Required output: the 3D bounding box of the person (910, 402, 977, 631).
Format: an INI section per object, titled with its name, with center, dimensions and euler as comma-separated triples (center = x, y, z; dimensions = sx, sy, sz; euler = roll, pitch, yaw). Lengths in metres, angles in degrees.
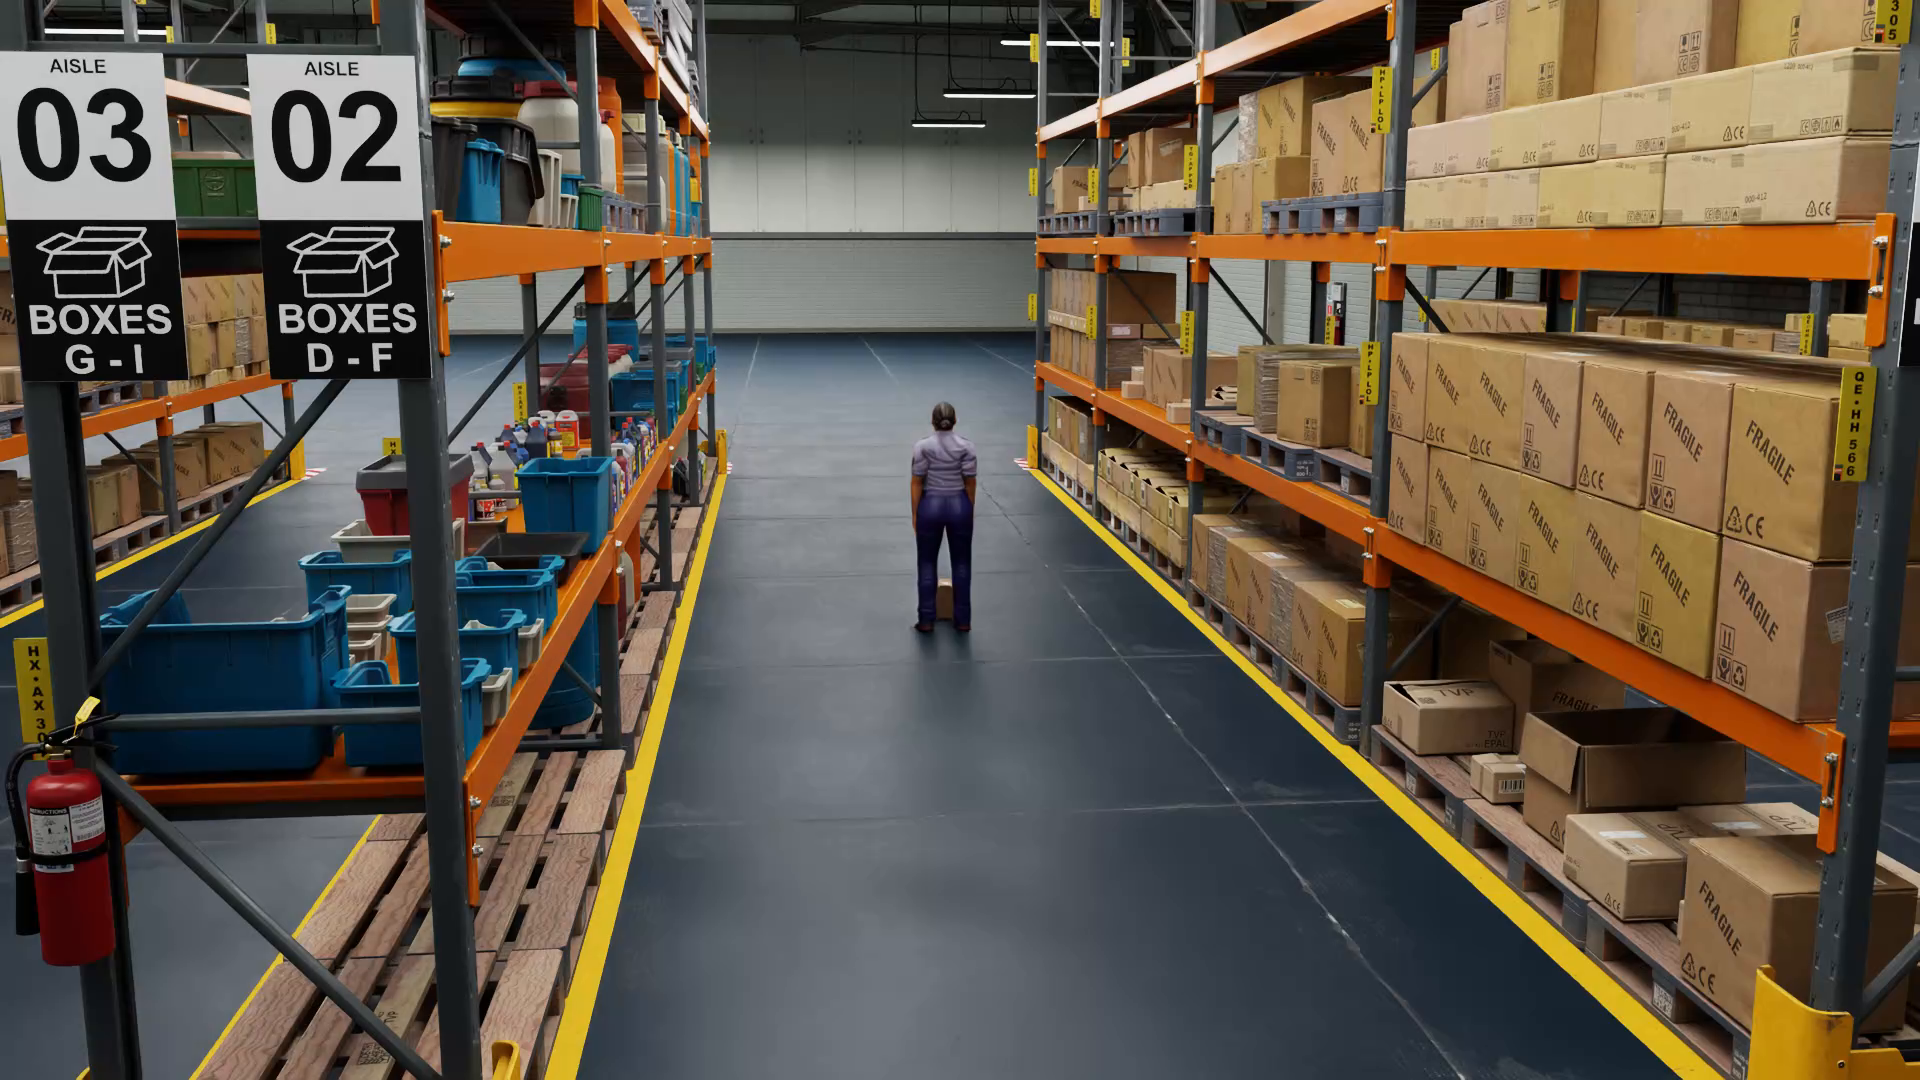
[person]
center = -0.120, -0.163, 11.881
dimensions = 0.472, 1.660, 0.344
euler = -1, 10, -5
